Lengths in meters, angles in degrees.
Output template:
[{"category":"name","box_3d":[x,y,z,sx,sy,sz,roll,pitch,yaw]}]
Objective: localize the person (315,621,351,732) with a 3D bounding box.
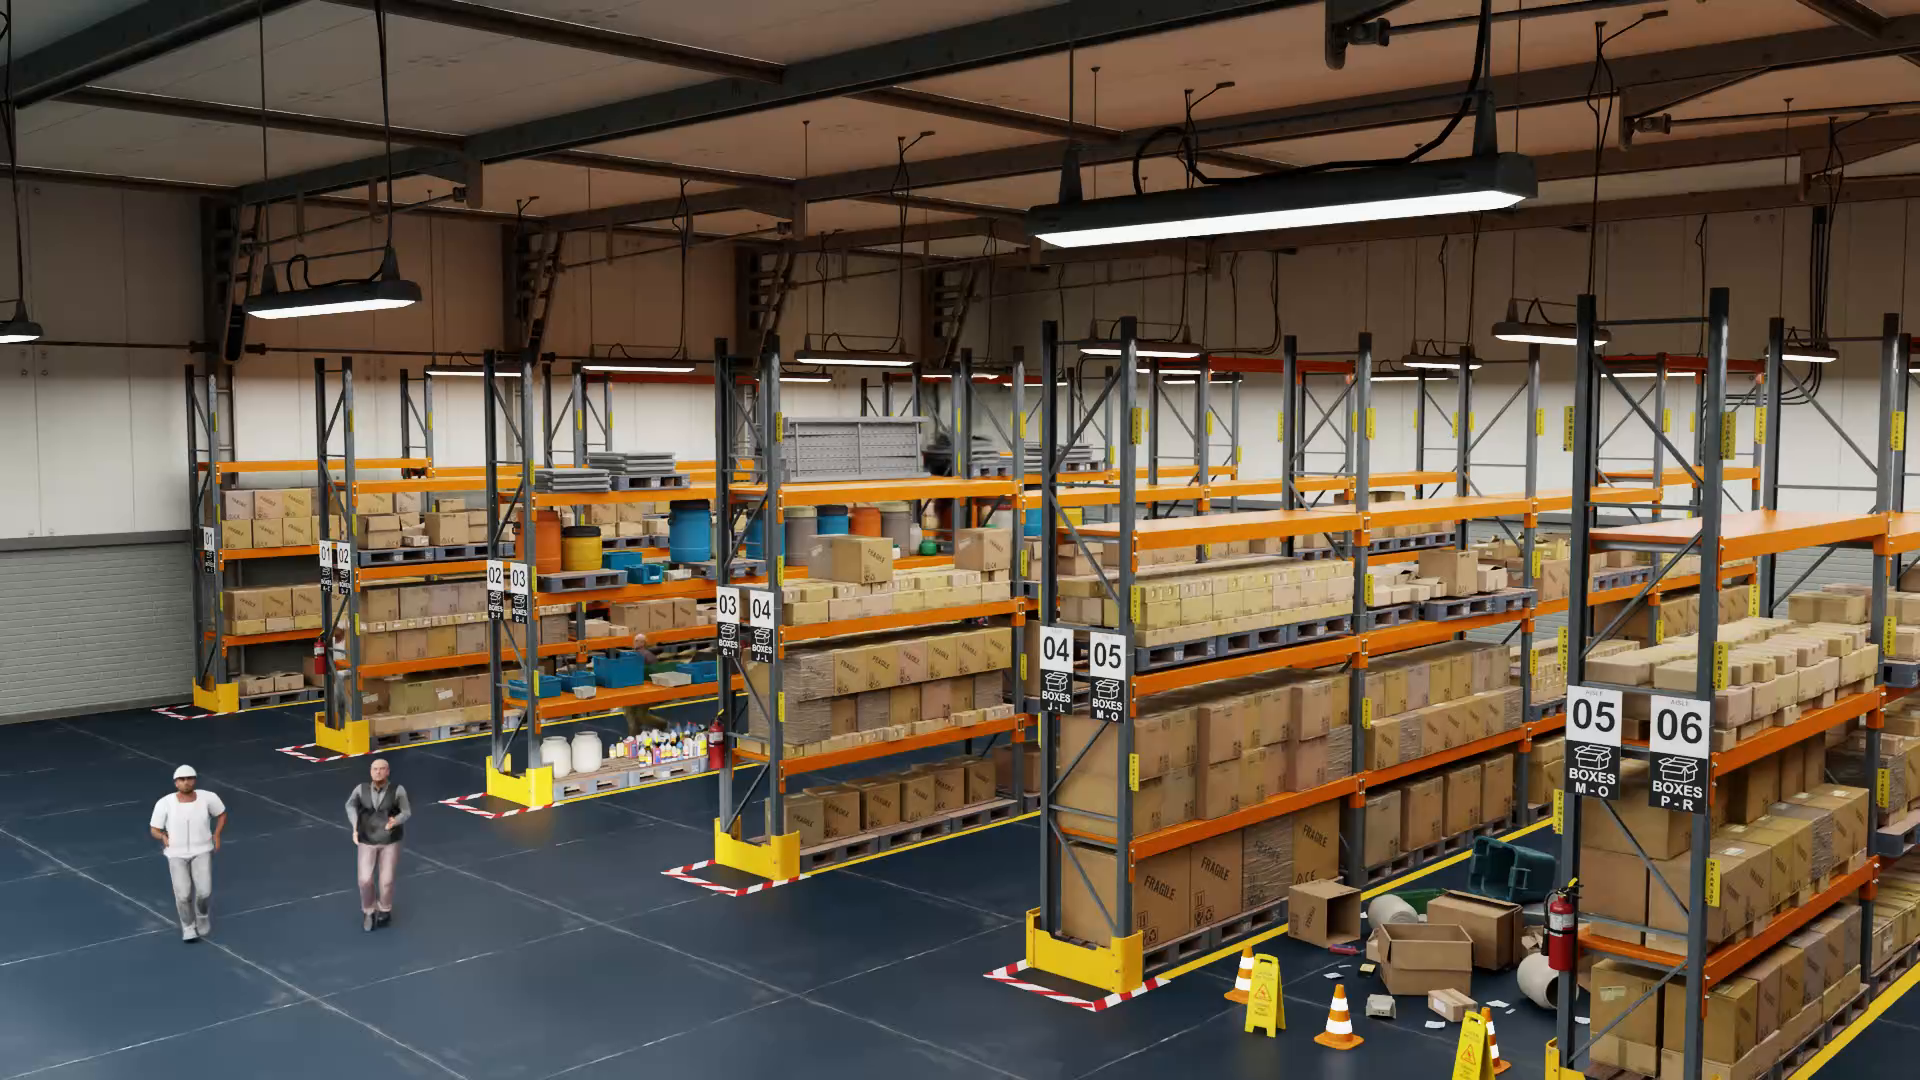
[{"category":"person","box_3d":[-10.069,2.187,26.938,0.686,1.756,0.969,3,5,33]}]

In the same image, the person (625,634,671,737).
[{"category":"person","box_3d":[-4.889,2.326,25.710,0.808,1.766,0.721,-4,6,-42]}]

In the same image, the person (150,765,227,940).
[{"category":"person","box_3d":[-7.483,3.050,16.164,0.686,1.721,0.597,-2,5,-25]}]

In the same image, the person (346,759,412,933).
[{"category":"person","box_3d":[-5.795,3.085,16.585,0.632,1.657,0.722,-1,5,-17]}]
